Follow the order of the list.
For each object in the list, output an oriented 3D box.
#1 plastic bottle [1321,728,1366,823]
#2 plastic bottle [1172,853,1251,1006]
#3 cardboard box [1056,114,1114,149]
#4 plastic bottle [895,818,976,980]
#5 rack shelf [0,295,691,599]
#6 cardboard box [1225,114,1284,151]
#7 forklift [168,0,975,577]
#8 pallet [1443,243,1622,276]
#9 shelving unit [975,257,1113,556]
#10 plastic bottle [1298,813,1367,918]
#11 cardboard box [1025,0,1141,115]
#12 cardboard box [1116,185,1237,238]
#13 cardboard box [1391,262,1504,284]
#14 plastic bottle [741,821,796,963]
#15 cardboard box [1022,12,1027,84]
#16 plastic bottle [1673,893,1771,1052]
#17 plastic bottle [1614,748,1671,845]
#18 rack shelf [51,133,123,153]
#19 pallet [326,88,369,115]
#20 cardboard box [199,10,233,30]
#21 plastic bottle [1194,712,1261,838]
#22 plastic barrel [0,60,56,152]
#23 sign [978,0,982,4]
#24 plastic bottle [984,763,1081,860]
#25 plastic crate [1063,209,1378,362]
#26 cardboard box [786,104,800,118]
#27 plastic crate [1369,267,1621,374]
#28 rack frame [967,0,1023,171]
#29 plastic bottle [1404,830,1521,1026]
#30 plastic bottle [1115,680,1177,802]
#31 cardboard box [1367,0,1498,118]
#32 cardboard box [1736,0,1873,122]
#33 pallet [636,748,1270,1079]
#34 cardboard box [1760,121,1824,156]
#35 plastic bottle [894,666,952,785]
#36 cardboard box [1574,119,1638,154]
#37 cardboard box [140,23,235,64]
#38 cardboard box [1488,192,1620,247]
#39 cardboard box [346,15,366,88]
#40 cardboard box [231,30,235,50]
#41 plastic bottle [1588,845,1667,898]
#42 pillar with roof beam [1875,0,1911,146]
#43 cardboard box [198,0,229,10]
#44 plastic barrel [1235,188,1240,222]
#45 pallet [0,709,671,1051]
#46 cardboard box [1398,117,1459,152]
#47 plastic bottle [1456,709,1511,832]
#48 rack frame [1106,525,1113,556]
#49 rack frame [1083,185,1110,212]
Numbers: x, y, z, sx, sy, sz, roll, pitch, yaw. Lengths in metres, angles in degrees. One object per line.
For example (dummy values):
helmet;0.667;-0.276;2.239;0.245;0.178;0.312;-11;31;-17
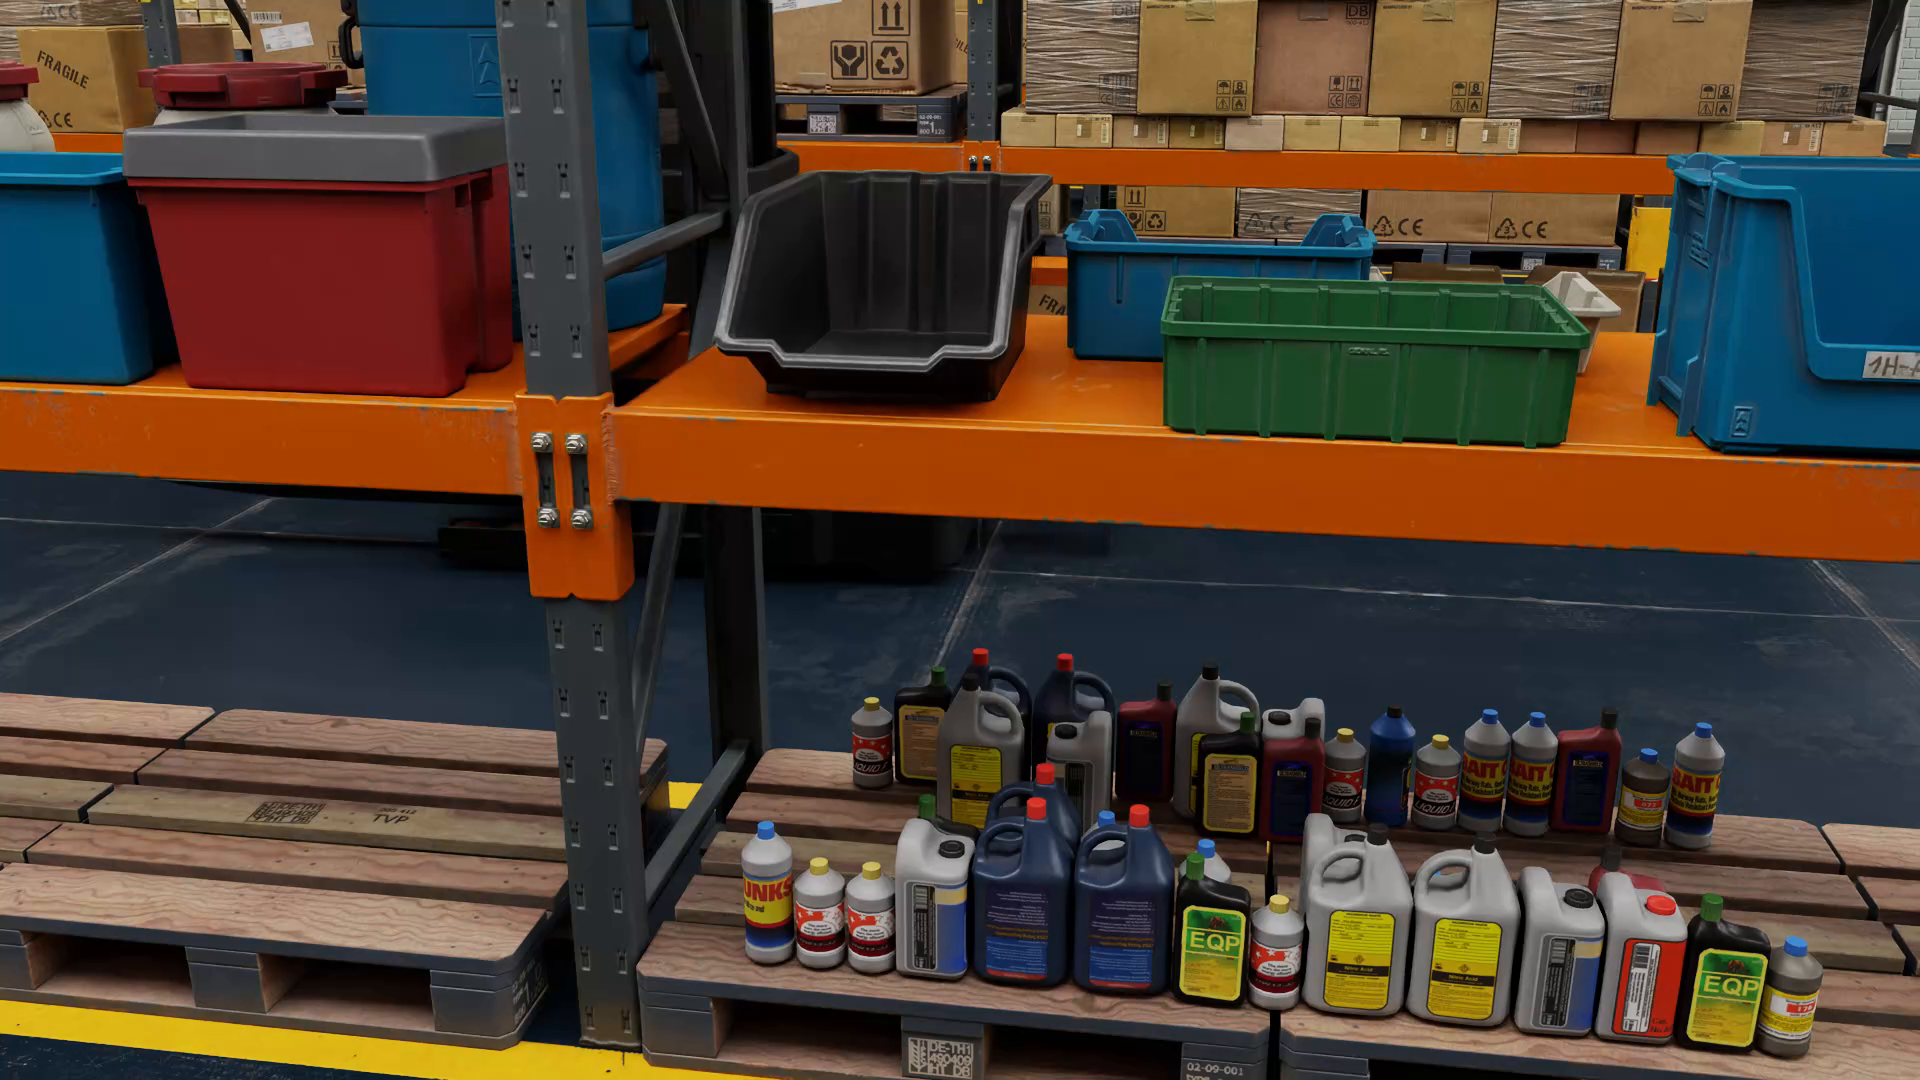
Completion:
plastic bottle;0.858;0.522;3.733;0.097;0.201;0.097;0;18;0
plastic bottle;0.461;0.710;3.042;0.133;0.283;0.061;4;19;11
cardboard box;0.582;-1.882;7.597;0.250;0.149;0.380;3;19;9
plastic bottle;-0.044;0.673;3.164;0.135;0.276;0.152;4;19;11
rack shelf;-2.587;-0.331;3.698;4.000;0.370;1.077;3;19;9
cardboard box;1.322;-1.843;7.480;0.250;0.149;0.380;3;19;9
forklift;-1.447;-1.448;6.012;3.031;2.935;1.130;2;19;7
pallet;4.207;-2.164;12.437;1.213;0.211;1.003;3;19;9
shelving unit;0.320;-0.559;6.083;0.503;1.200;0.258;2;19;7
plastic bottle;0.723;0.666;3.186;0.135;0.276;0.152;3;19;9
cardboard box;0.607;-2.269;7.732;0.500;0.500;0.875;3;19;9
cardboard box;1.669;-2.810;12.660;0.875;0.875;0.875;3;19;9
cardboard box;2.298;-1.029;7.928;0.500;0.500;0.500;5;19;14
plastic bottle;-0.368;0.667;3.188;0.097;0.271;0.097;0;18;0
cardboard box;0.502;-3.662;12.362;0.500;0.500;0.500;3;19;8
plastic bottle;1.336;0.754;2.909;0.133;0.283;0.061;3;19;10
plastic bottle;1.494;0.554;3.636;0.097;0.201;0.097;0;18;0
rack shelf;-5.751;-2.084;8.937;4.000;0.370;1.077;3;19;9
pallet;-3.056;-2.231;8.545;1.003;0.211;1.213;3;19;9
cardboard box;-5.755;-4.093;13.075;0.250;0.149;0.380;2;19;6
plastic bottle;0.586;0.510;3.640;0.133;0.283;0.061;3;19;9
plastic barrel;-2.247;-0.789;3.721;0.433;0.535;0.433;0;18;0
sign;0.088;-2.498;7.217;0.005;0.325;0.100;3;19;9
plastic bottle;0.141;0.602;3.259;0.185;0.351;0.144;3;19;9
plastic crate;0.523;-0.530;3.394;0.616;0.251;0.499;3;19;9
cardboard box;-2.365;-5.980;22.727;0.500;0.500;0.500;3;19;8
plastic crate;1.031;-0.444;3.318;0.437;0.136;0.530;3;19;9
rack frame;0.173;-2.123;7.921;0.127;3.000;1.000;3;19;9
plastic bottle;0.908;0.687;3.003;0.185;0.351;0.144;4;19;11
plastic bottle;0.426;0.455;3.803;0.133;0.283;0.061;4;19;12
cardboard box;2.092;-2.201;7.529;0.500;0.500;0.875;3;19;9
cardboard box;3.584;-2.146;7.364;0.500;0.500;0.875;3;19;9
pallet;0.044;0.798;3.585;1.213;0.211;1.003;3;19;9
cardboard box;3.561;-1.765;7.247;0.250;0.149;0.380;3;19;9
plastic bottle;-0.085;0.429;3.881;0.133;0.283;0.061;4;19;11
cardboard box;2.822;-1.804;7.364;0.250;0.149;0.380;3;19;9
cardboard box;-4.213;-2.481;8.834;0.500;0.500;0.500;3;19;10
cardboard box;4.329;-2.675;12.258;0.875;0.875;0.875;3;19;9
cardboard box;-2.670;-2.559;8.406;0.500;0.500;0.700;6;19;17
cardboard box;-5.755;-3.952;13.120;0.250;0.149;0.380;3;19;9
plastic bottle;1.226;0.700;3.072;0.133;0.283;0.061;3;19;9
pillar with roof beam;11.175;-8.093;16.309;0.400;9.000;9.100;3;19;9
cardboard box;-5.748;-4.233;13.025;0.250;0.149;0.380;3;19;8
plastic barrel;2.423;-2.873;14.224;0.512;0.421;0.421;-15;24;-38
pallet;-1.394;0.724;3.807;1.213;0.211;1.003;3;19;9
cardboard box;2.075;-1.829;7.438;0.250;0.149;0.380;3;19;9
plastic bottle;1.159;0.504;3.676;0.097;0.271;0.097;0;18;0
rack frame;0.562;-0.549;6.054;0.015;1.200;0.240;2;19;7
rack frame;1.059;-3.672;12.550;0.127;3.000;1.000;3;19;9
